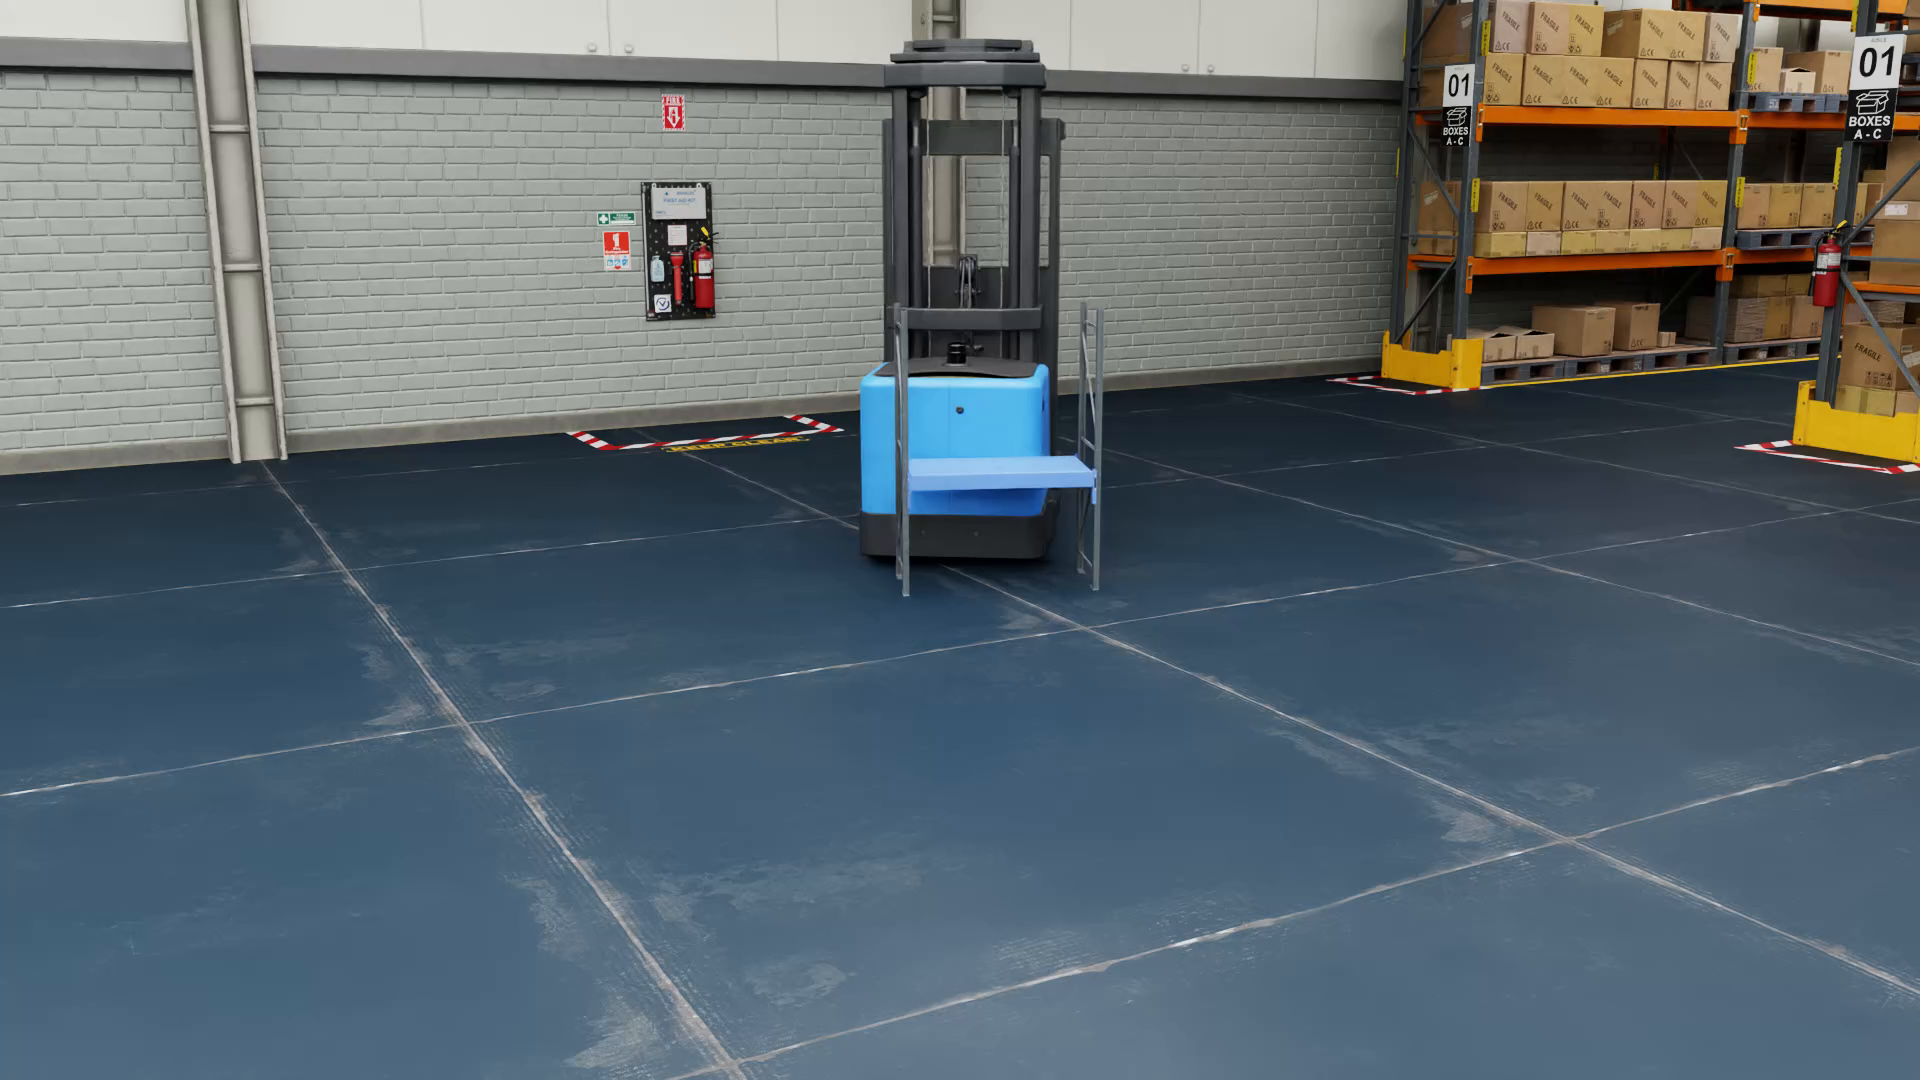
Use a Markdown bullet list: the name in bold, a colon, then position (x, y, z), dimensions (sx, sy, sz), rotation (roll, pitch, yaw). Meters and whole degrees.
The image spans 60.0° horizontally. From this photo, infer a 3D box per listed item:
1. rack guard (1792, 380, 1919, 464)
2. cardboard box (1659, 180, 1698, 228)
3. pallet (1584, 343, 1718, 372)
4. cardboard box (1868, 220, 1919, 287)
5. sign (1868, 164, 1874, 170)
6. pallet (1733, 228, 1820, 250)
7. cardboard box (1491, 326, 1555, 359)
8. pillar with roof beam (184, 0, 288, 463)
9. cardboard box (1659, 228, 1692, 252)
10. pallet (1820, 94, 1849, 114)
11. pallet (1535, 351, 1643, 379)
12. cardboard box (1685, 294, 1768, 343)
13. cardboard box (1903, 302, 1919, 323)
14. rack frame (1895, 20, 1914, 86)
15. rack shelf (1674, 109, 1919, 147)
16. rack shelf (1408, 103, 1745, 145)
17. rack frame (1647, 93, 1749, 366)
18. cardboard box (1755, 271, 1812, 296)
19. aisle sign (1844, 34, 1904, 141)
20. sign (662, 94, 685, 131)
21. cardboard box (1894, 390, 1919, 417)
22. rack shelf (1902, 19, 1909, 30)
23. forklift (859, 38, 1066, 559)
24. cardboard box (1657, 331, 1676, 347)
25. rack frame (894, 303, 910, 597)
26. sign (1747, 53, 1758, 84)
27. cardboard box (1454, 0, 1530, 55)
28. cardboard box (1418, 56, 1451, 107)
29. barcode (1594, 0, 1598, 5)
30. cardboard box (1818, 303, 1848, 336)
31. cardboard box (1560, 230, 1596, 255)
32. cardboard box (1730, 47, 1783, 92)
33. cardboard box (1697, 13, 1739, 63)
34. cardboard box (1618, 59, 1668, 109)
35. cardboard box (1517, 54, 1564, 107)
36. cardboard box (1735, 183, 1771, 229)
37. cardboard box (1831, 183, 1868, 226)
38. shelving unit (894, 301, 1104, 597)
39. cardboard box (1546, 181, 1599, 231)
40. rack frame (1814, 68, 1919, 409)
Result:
- **rack guard**: position (7.232, -0.945, 13.171), dimensions (0.348, 0.500, 1.175), rotation (-7, 14, -28)
- **cardboard box**: position (7.685, -3.682, 18.226), dimensions (0.500, 0.500, 0.500), rotation (-7, 14, -28)
- **pallet**: position (7.814, -2.104, 18.980), dimensions (1.213, 0.211, 1.003), rotation (-7, 14, -28)
- **cardboard box**: position (7.669, -2.263, 13.104), dimensions (0.500, 0.500, 0.700), rotation (-7, 14, -28)
- **sign**: position (11.629, -4.635, 21.234), dimensions (0.005, 0.325, 0.100), rotation (-7, 14, -28)
- **pallet**: position (9.128, -3.501, 19.271), dimensions (1.213, 0.211, 1.003), rotation (-7, 14, -28)
- **cardboard box**: position (6.027, -2.140, 17.908), dimensions (0.500, 0.311, 0.500), rotation (-6, 14, -23)
- **pillar with roof beam**: position (-3.394, -4.197, 8.261), dimensions (0.400, 9.000, 9.100), rotation (-7, 14, -28)
- **cardboard box**: position (7.675, -3.320, 18.325), dimensions (0.500, 0.250, 0.500), rotation (-7, 14, -28)
- **pallet**: position (9.889, -5.068, 19.394), dimensions (1.003, 0.211, 1.213), rotation (-7, 14, -28)
- **pallet**: position (6.742, -1.975, 18.405), dimensions (1.213, 0.211, 1.003), rotation (-7, 14, -28)
- **cardboard box**: position (9.025, -2.618, 19.602), dimensions (0.500, 0.500, 0.700), rotation (-6, 14, -26)
- **cardboard box**: position (12.606, -3.171, 21.309), dimensions (0.750, 0.750, 0.750), rotation (-7, 14, -29)
- **rack frame**: position (11.898, -6.890, 20.229), dimensions (0.127, 3.000, 1.000), rotation (-7, 14, -28)
- **rack shelf**: position (10.142, -4.865, 19.702), dimensions (4.000, 0.370, 1.077), rotation (-7, 14, -28)
- **rack shelf**: position (6.632, -4.444, 17.832), dimensions (4.000, 0.370, 1.077), rotation (-7, 14, -28)
- **rack frame**: position (8.387, -3.542, 19.018), dimensions (0.127, 3.000, 1.000), rotation (-7, 14, -28)
- **cardboard box**: position (9.865, -3.086, 19.975), dimensions (0.500, 0.250, 0.500), rotation (-7, 15, -29)
- **aisle sign**: position (7.054, -3.485, 12.843), dimensions (0.004, 0.787, 0.394), rotation (-7, 14, -28)
- **sign**: position (-2.433, -3.627, 14.115), dimensions (0.199, 0.298, 0.001), rotation (-7, 14, -28)
- **cardboard box**: position (7.830, -1.044, 13.224), dimensions (0.500, 0.250, 0.500), rotation (-7, 14, -28)
- **rack shelf**: position (13.653, -6.554, 21.287), dimensions (4.000, 0.370, 1.077), rotation (-7, 14, -28)
- **forklift**: position (0.096, -1.594, 10.518), dimensions (1.130, 2.935, 3.031), rotation (1, 13, 6)
- **cardboard box**: position (7.932, -2.313, 19.005), dimensions (0.250, 0.166, 0.380), rotation (-9, 16, -35)
- **rack frame**: position (-0.311, -0.485, 8.849), dimensions (0.032, 1.500, 0.500), rotation (-1, 13, -6)
- **sign**: position (8.654, -5.154, 18.170), dimensions (0.005, 0.325, 0.100), rotation (-7, 14, -28)
- **cardboard box**: position (5.331, -5.125, 16.668), dimensions (0.500, 0.500, 0.500), rotation (-8, 15, -32)
- **cardboard box**: position (5.121, -4.736, 17.217), dimensions (0.500, 0.500, 0.500), rotation (-6, 14, -24)
- **barcode**: position (6.961, -5.869, 18.198), dimensions (0.075, 0.075, 0.001), rotation (-7, 14, -28)
- **cardboard box**: position (10.361, -2.783, 20.335), dimensions (0.500, 0.500, 0.700), rotation (-7, 14, -28)
- **cardboard box**: position (6.355, -3.158, 17.606), dimensions (0.500, 0.250, 0.500), rotation (-7, 15, -29)
- **cardboard box**: position (8.905, -5.302, 18.818), dimensions (0.500, 0.500, 0.500), rotation (-5, 13, -20)
- **cardboard box**: position (8.077, -5.447, 18.099), dimensions (0.500, 0.500, 0.500), rotation (-8, 15, -33)
- **cardboard box**: position (7.144, -4.847, 17.710), dimensions (0.500, 0.500, 0.500), rotation (-7, 15, -30)
- **cardboard box**: position (5.778, -4.680, 16.968), dimensions (0.500, 0.500, 0.500), rotation (-6, 14, -24)
- **cardboard box**: position (8.850, -3.853, 19.167), dimensions (0.500, 0.500, 0.700), rotation (-7, 14, -28)
- **cardboard box**: position (10.407, -4.040, 19.998), dimensions (0.500, 0.500, 0.700), rotation (-7, 14, -28)
- **shelving unit**: position (0.194, -0.498, 8.906), dimensions (1.048, 1.500, 0.538), rotation (-1, 13, -6)
- **cardboard box**: position (6.334, -3.520, 17.504), dimensions (0.500, 0.500, 0.500), rotation (-7, 15, -30)
- **rack frame**: position (7.253, -2.167, 12.908), dimensions (0.127, 3.000, 1.000), rotation (-7, 14, -28)
